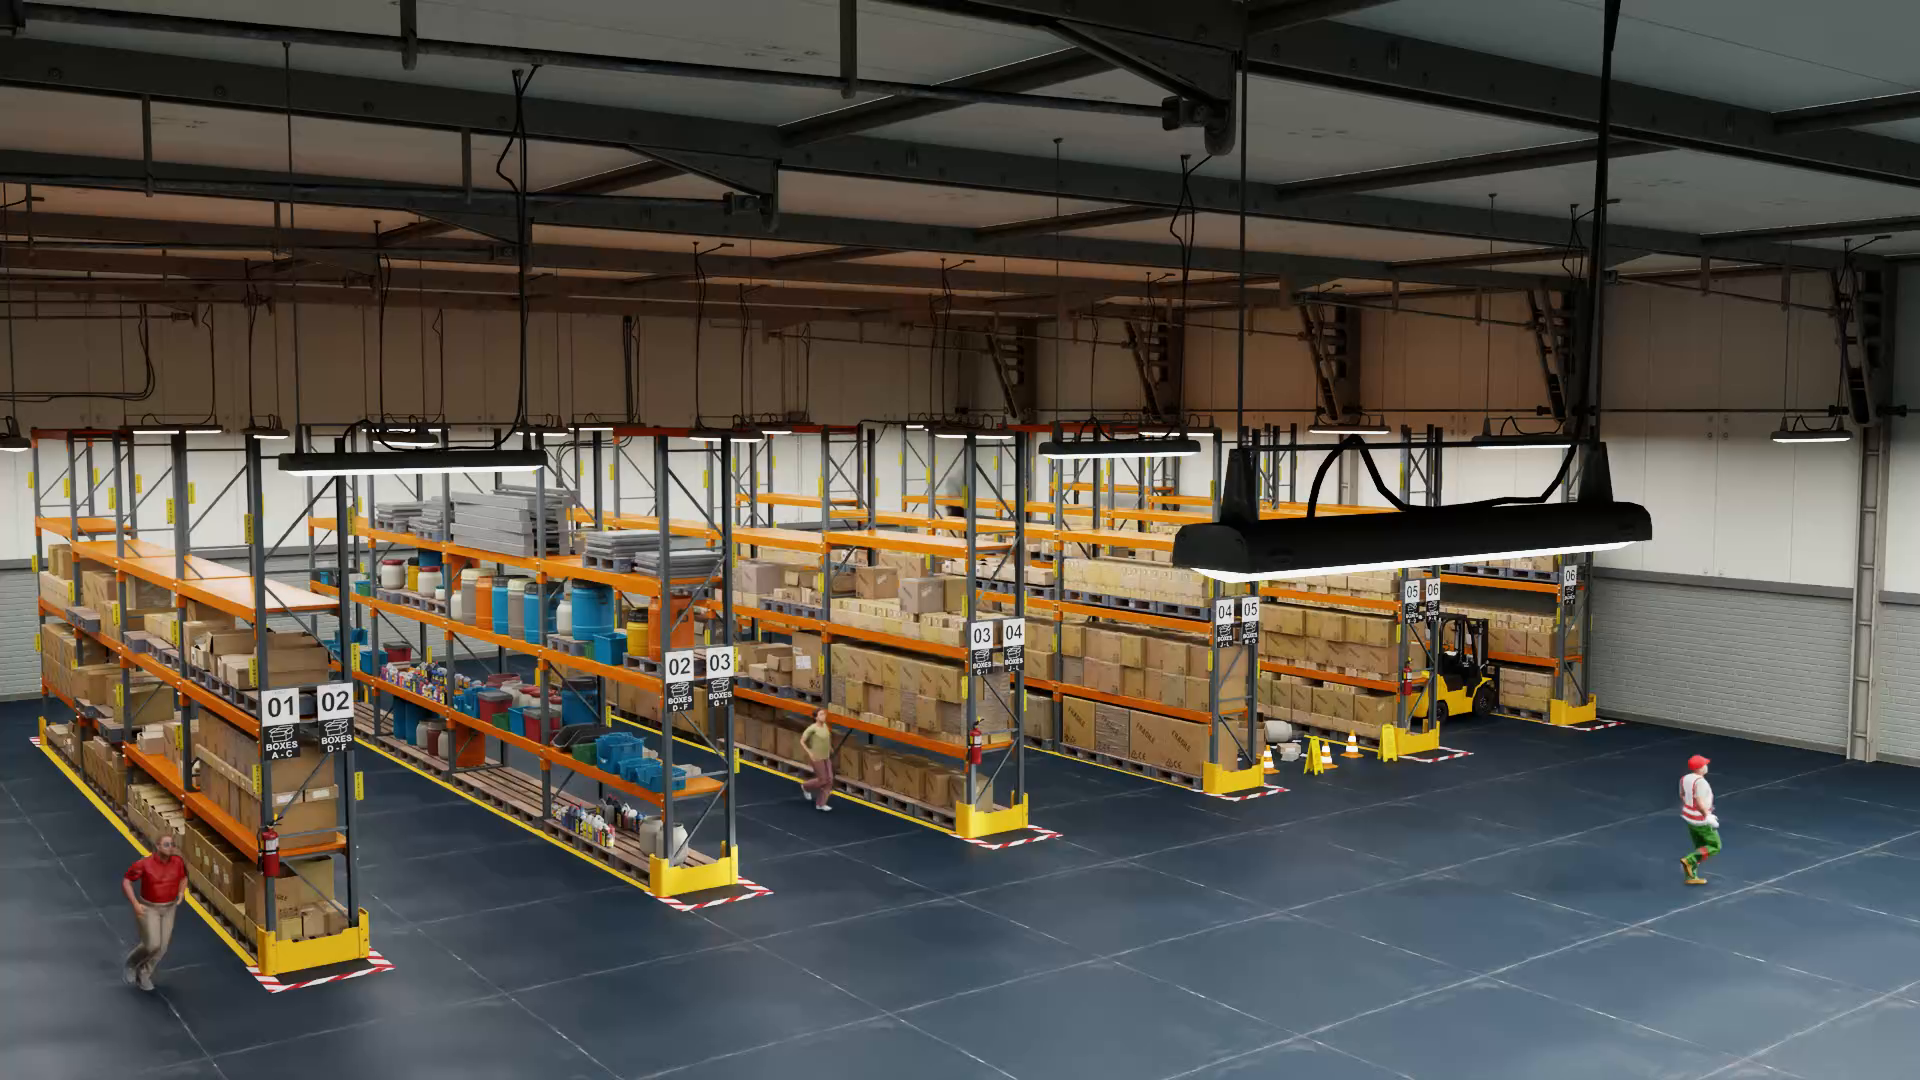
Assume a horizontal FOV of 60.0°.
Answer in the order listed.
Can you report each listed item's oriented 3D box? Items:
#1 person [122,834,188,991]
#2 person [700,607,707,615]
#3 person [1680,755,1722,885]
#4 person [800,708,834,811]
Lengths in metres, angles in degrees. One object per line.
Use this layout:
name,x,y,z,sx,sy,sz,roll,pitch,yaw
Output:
person,-8.800,4.074,18.290,0.569,1.673,0.682,3,5,35
person,-6.188,2.421,39.100,0.865,1.675,0.630,-2,5,-23
person,9.838,3.723,22.134,0.595,1.735,0.666,-1,5,-7
person,-2.245,3.453,26.321,0.597,1.624,0.596,4,6,40
